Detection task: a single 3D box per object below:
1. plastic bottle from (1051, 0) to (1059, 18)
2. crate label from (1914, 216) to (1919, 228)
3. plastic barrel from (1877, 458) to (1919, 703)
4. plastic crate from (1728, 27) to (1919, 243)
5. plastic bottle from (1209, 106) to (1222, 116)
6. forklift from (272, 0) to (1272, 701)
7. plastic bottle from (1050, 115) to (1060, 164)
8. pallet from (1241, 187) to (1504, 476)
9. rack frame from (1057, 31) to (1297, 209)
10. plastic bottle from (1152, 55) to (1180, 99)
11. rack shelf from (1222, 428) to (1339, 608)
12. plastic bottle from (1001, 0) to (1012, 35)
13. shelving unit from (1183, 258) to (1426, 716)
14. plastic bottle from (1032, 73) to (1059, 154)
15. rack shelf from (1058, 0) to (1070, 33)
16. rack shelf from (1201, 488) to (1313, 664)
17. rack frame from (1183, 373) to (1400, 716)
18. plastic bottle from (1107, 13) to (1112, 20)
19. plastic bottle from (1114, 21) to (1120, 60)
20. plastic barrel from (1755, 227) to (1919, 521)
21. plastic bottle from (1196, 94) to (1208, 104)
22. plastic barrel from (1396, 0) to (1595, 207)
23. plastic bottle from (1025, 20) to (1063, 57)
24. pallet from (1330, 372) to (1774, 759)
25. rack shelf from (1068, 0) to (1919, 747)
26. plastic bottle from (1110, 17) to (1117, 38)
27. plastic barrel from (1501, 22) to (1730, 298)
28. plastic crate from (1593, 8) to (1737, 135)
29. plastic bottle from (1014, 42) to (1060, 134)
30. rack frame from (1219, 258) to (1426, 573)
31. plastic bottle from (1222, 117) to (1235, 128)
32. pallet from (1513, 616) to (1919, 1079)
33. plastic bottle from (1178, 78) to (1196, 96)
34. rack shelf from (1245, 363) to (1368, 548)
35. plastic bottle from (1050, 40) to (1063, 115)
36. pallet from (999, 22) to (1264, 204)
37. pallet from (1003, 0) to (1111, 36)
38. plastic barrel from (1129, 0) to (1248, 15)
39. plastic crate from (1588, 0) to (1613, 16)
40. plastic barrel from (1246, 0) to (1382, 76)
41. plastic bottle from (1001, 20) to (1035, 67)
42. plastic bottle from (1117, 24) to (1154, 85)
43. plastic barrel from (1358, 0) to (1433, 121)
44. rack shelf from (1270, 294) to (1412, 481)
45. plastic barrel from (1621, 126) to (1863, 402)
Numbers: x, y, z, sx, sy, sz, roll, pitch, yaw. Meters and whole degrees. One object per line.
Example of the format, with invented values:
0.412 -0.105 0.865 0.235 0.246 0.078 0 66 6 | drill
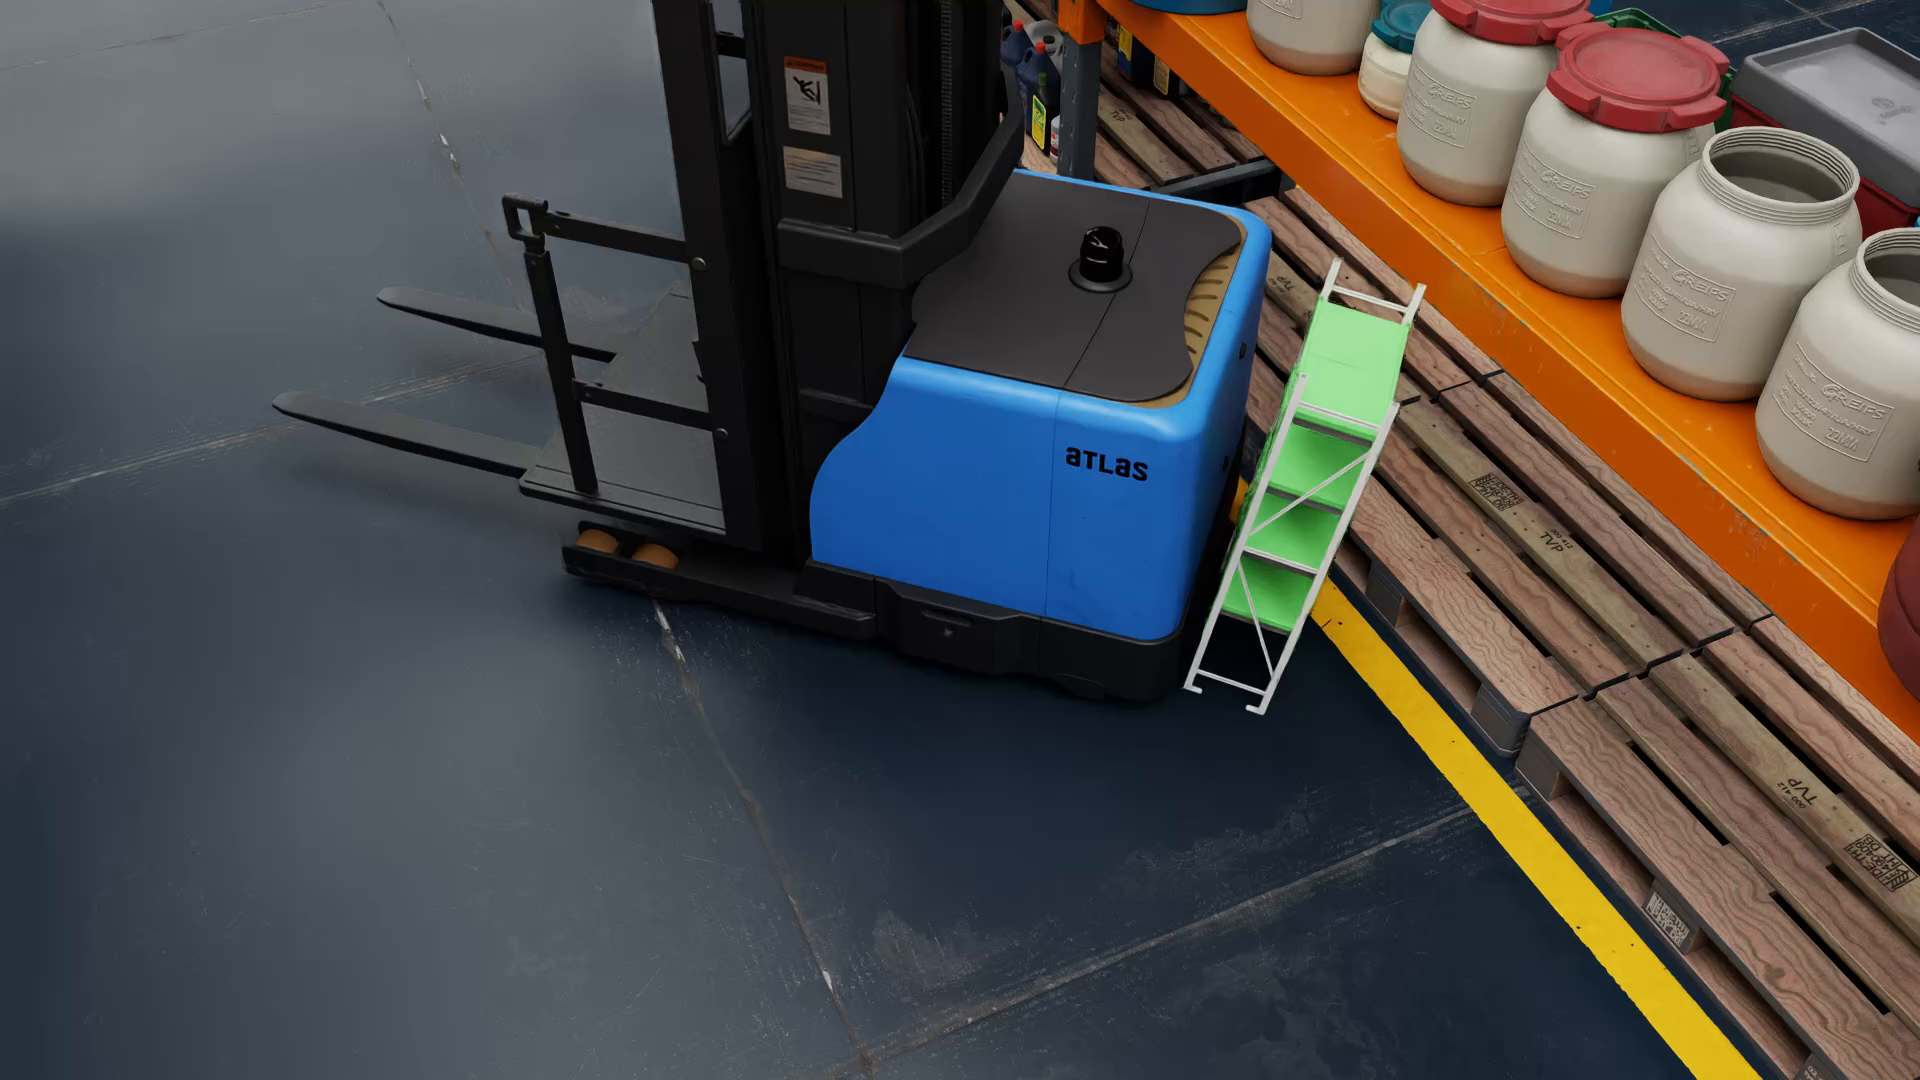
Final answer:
0.486 -2.402 7.175 0.152 0.276 0.135 -18 47 -17 | plastic bottle
2.340 -0.424 3.518 0.502 0.435 0.616 -18 47 -17 | crate label
2.043 0.047 2.969 0.600 0.536 0.708 -18 47 -17 | plastic barrel
2.111 -0.841 3.921 0.402 0.464 0.583 -18 47 -17 | plastic crate
1.052 -1.805 6.622 0.097 0.201 0.097 0 45 0 | plastic bottle
-0.688 -1.206 4.385 3.031 2.935 1.130 13 46 13 | forklift
0.396 -1.547 6.361 0.097 0.201 0.097 0 45 0 | plastic bottle
1.196 -0.765 5.875 1.003 0.211 1.213 -18 47 -17 | pallet
0.831 -2.247 5.392 1.000 3.000 0.127 -18 47 -17 | rack frame
0.837 -1.935 6.696 0.061 0.283 0.133 -18 47 -17 | plastic bottle
0.901 -0.066 4.533 0.258 0.148 0.480 19 47 7 | rack shelf
0.164 -2.137 6.901 0.061 0.283 0.133 -18 47 -17 | plastic bottle
0.909 -0.109 4.486 0.258 1.200 0.503 19 47 7 | shelving unit
0.329 -1.646 6.403 0.061 0.283 0.133 -16 47 -15 | plastic bottle
-0.010 -3.265 6.936 1.077 0.370 4.000 -18 47 -17 | rack shelf
0.870 0.095 4.707 0.258 0.148 0.480 19 47 7 | rack shelf
0.832 0.053 4.322 0.240 1.200 0.015 19 47 7 | rack frame
0.691 -2.352 7.177 0.097 0.201 0.097 0 45 0 | plastic bottle
0.697 -2.126 6.898 0.097 0.271 0.097 0 45 0 | plastic bottle
1.886 -0.330 3.369 0.421 0.512 0.421 0 45 0 | plastic barrel
1.009 -1.870 6.688 0.097 0.201 0.097 0 45 0 | plastic bottle
1.343 -1.153 4.186 0.433 0.535 0.433 0 45 0 | plastic barrel
0.342 -1.941 6.708 0.152 0.276 0.135 -18 47 -17 | plastic bottle
1.713 0.013 5.086 1.003 0.211 1.213 -18 47 -17 | pallet
1.672 -0.716 4.353 1.077 0.370 4.000 -18 47 -17 | rack shelf
0.693 -2.272 7.047 0.097 0.271 0.097 0 45 0 | plastic bottle
1.525 -0.878 3.907 0.433 0.535 0.433 0 45 0 | plastic barrel
1.819 -1.145 4.426 0.450 0.188 0.662 -18 47 -17 | plastic crate
0.299 -1.786 6.497 0.144 0.351 0.185 -19 48 -18 | plastic bottle
0.986 -0.272 4.651 0.240 1.200 0.015 19 47 7 | rack frame
1.095 -1.765 6.532 0.097 0.271 0.097 0 45 0 | plastic bottle
2.222 0.790 4.300 1.003 0.211 1.213 -18 47 -17 | pallet
0.934 -1.965 6.731 0.152 0.276 0.135 -16 47 -16 | plastic bottle
0.932 -0.228 4.358 0.258 0.148 0.480 19 47 7 | rack shelf
0.429 -1.828 6.540 0.144 0.351 0.185 -18 47 -17 | plastic bottle
0.586 -1.695 6.817 1.003 0.211 1.213 -18 47 -17 | pallet
0.069 -2.473 7.606 1.003 0.211 1.213 -18 47 -17 | pallet
0.718 -2.090 4.875 0.600 0.901 0.708 -18 47 -17 | plastic barrel
1.577 -1.630 4.778 0.392 0.384 0.575 -18 47 -17 | plastic crate
1.034 -1.621 4.660 0.433 0.535 0.433 0 45 0 | plastic barrel
0.218 -1.908 6.621 0.144 0.351 0.185 -20 48 -19 | plastic bottle
0.737 -2.055 6.770 0.144 0.351 0.185 -18 47 -17 | plastic bottle
1.248 -1.309 4.539 0.301 0.262 0.301 0 45 0 | plastic barrel
0.963 -0.390 4.184 0.258 0.148 0.480 19 47 7 | rack shelf
1.709 -0.599 3.641 0.421 0.512 0.421 0 45 0 | plastic barrel
